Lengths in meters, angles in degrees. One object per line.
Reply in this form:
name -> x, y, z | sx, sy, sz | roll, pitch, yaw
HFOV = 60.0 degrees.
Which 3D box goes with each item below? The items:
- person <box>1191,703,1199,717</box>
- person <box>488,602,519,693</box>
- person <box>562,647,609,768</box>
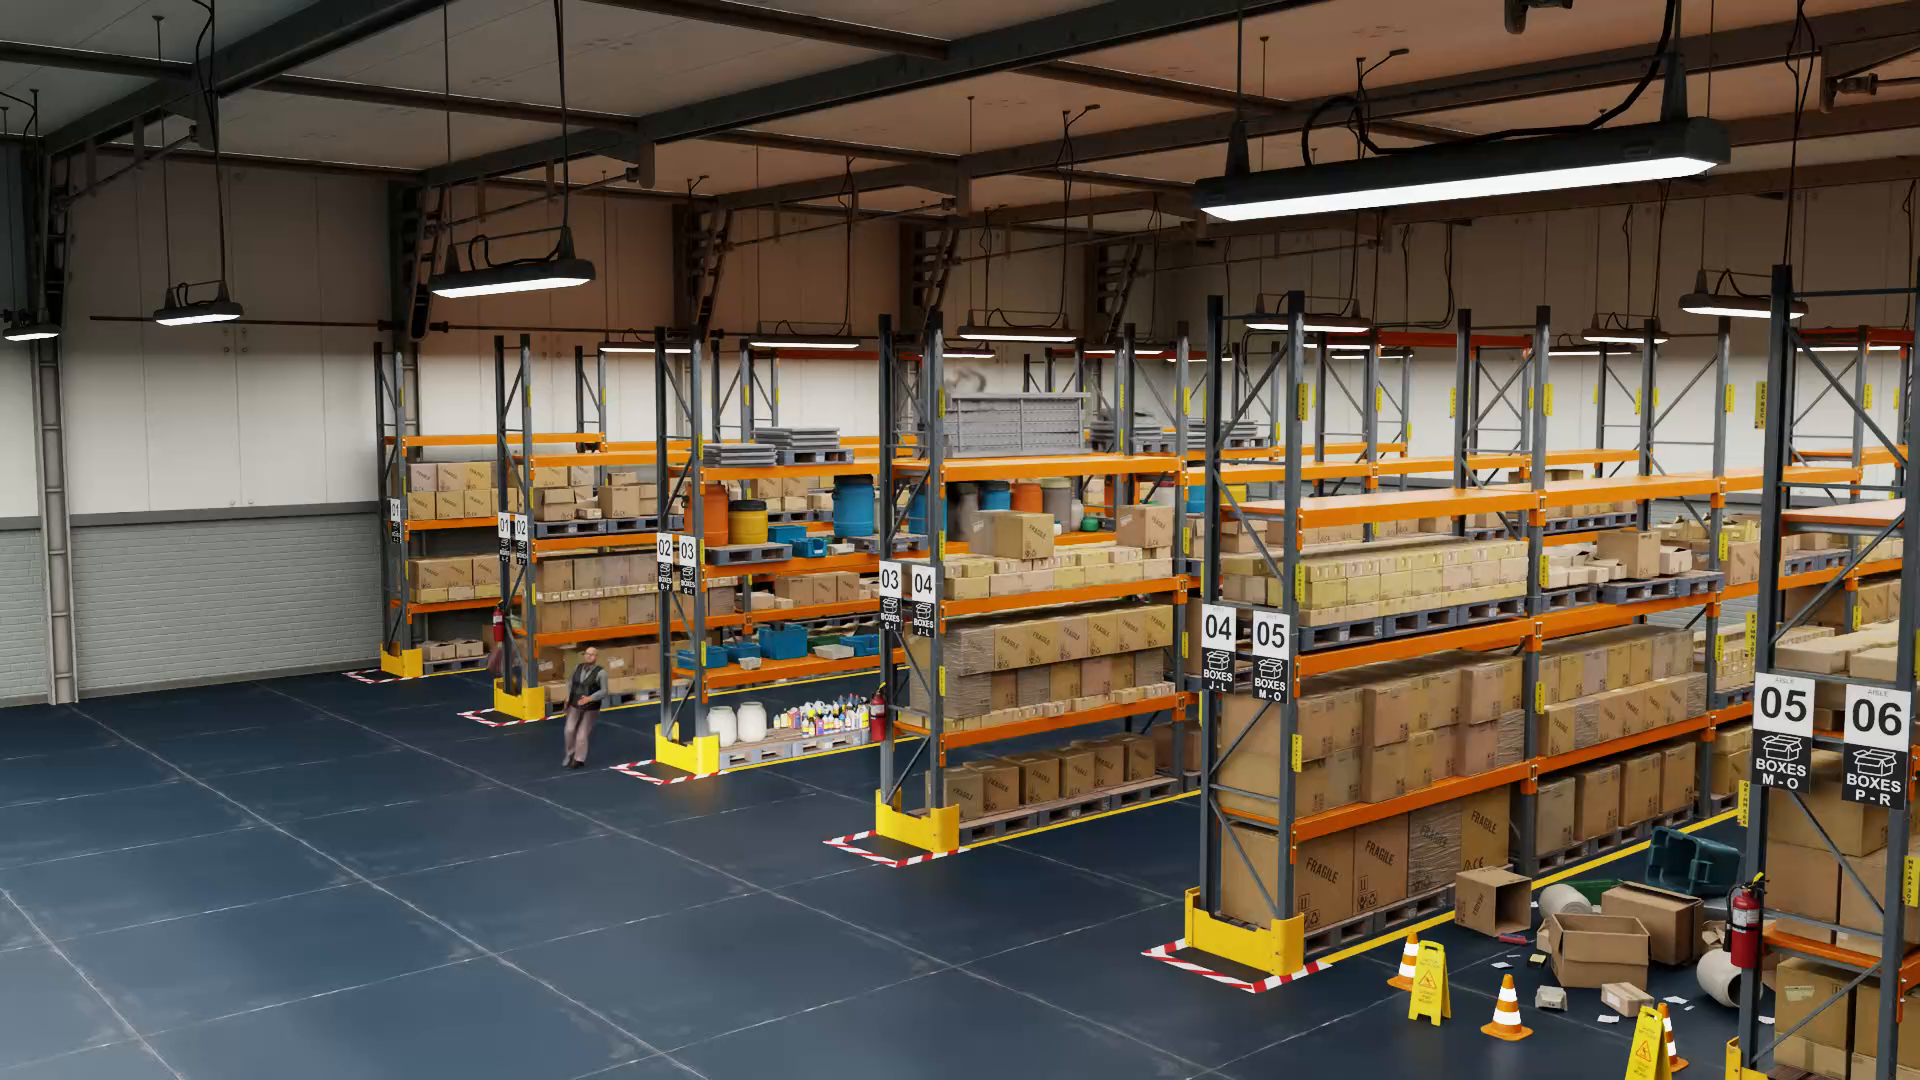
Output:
person -> 3.588, 2.045, 25.399 | 0.592, 1.648, 0.642 | -4, 7, -41
person -> -7.638, 1.806, 27.935 | 0.623, 1.631, 0.502 | 5, 7, 44
person -> -5.070, 2.279, 22.458 | 0.652, 1.654, 0.637 | 1, 5, 6
